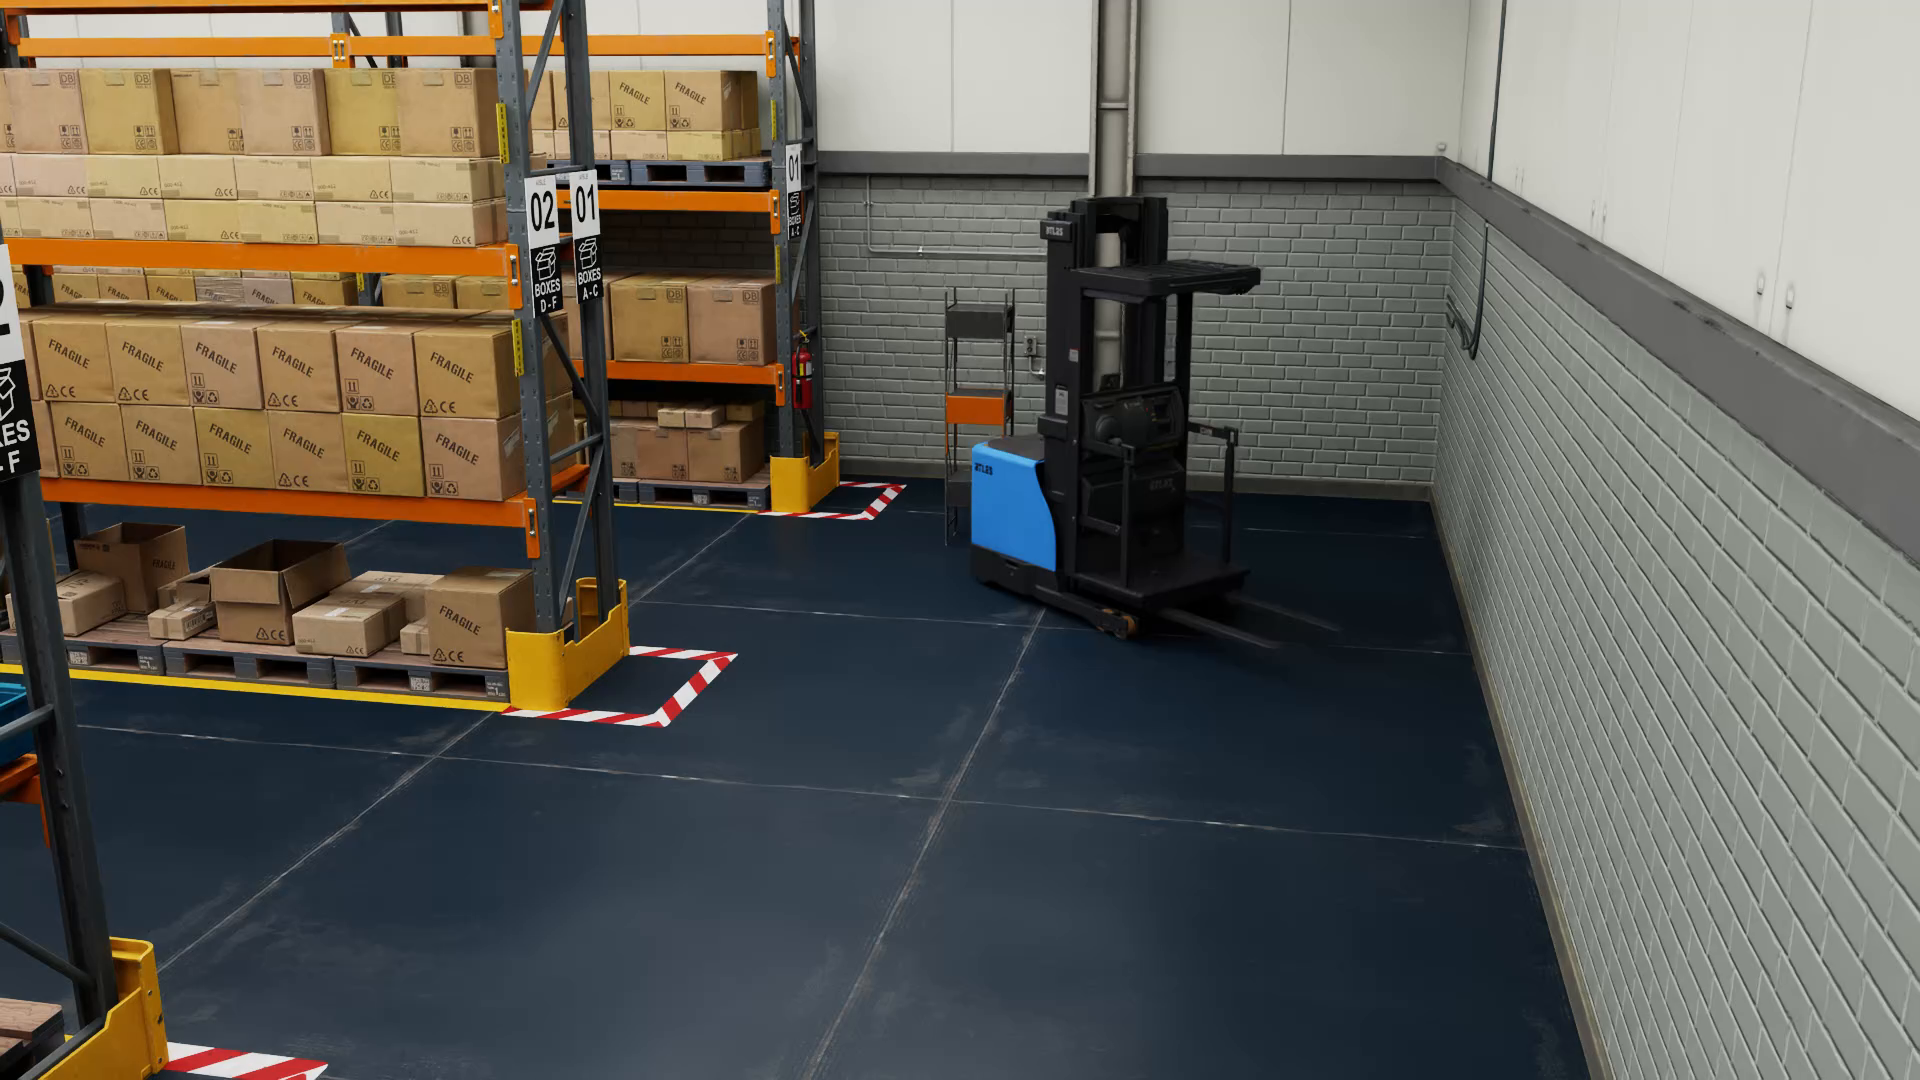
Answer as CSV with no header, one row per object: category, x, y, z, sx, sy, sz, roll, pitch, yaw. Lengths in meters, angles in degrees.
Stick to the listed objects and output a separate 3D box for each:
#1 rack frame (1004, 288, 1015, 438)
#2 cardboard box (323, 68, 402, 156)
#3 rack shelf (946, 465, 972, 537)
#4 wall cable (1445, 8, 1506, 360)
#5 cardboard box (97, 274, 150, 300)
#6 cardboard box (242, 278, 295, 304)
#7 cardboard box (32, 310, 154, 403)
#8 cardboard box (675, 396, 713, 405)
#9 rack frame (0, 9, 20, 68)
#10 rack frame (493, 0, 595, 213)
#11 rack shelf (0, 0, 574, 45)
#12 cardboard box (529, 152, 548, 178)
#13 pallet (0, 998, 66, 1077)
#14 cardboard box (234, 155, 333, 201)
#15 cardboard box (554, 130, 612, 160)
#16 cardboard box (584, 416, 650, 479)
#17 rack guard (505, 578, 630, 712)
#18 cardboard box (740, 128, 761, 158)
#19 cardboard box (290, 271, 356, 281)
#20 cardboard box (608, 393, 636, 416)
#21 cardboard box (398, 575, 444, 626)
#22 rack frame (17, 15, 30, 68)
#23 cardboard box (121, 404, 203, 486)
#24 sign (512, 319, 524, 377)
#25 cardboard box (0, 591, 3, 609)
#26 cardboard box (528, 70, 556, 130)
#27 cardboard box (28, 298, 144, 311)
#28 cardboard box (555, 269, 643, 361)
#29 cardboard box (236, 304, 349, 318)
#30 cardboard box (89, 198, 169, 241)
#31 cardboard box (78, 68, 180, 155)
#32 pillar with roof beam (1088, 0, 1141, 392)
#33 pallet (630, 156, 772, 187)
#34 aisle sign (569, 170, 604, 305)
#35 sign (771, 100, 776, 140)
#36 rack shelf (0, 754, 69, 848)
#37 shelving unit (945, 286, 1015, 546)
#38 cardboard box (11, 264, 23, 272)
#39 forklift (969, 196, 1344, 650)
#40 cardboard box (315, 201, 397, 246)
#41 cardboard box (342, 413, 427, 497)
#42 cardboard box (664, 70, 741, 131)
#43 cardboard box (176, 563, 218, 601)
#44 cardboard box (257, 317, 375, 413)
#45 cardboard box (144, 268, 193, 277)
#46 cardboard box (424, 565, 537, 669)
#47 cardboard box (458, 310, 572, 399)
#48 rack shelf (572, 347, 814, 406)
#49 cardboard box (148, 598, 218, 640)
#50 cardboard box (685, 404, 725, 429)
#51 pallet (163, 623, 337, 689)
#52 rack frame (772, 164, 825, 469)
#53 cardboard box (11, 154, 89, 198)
rack frame,0.401,-0.990,13.633,0.015,2.100,0.400,3,16,11
cardboard box,-3.408,-2.594,10.060,0.500,0.500,0.700,3,16,11
rack shelf,0.162,-0.315,13.870,0.480,0.518,0.431,3,16,11
wall cable,4.026,-2.843,13.217,0.112,2.526,3.097,3,16,11
cardboard box,-7.862,-2.320,15.967,0.500,0.500,0.500,3,16,11
cardboard box,-6.369,-2.240,15.678,0.500,0.500,0.500,3,16,12
cardboard box,-5.437,-1.164,10.514,0.500,0.500,0.500,3,16,9
cardboard box,-2.485,-1.237,15.519,0.250,0.149,0.380,3,16,11
rack frame,-6.348,-3.651,10.315,0.127,3.000,1.000,3,16,11
rack frame,-2.429,-3.438,9.547,0.127,3.000,1.000,3,16,11
rack shelf,-4.388,-3.196,10.028,4.000,0.370,1.077,3,16,11
cardboard box,-2.880,-2.257,10.245,0.500,0.250,0.500,3,16,11
pallet,-4.220,2.038,6.238,1.213,0.211,1.003,3,16,11
cardboard box,-3.962,-2.176,9.954,0.500,0.250,0.500,3,16,11
cardboard box,-3.237,-3.490,14.661,0.500,0.250,0.500,3,16,9
cardboard box,-3.134,-0.905,15.536,0.500,0.500,0.700,3,16,9
rack guard,-2.503,0.654,10.696,0.348,0.500,1.175,3,16,11
cardboard box,-2.112,-3.570,14.949,0.500,0.250,0.500,4,16,14
cardboard box,-5.874,-2.576,15.487,0.500,0.250,0.500,4,16,12
cardboard box,-3.231,-1.277,15.664,0.250,0.149,0.380,3,16,12
cardboard box,-3.395,0.436,11.125,0.500,0.250,0.500,3,16,11
rack frame,-9.285,-5.160,15.762,0.127,3.000,1.000,3,16,11
cardboard box,-4.911,-0.656,10.554,0.500,0.500,0.500,3,16,11
sign,-2.559,-1.113,9.631,0.005,0.325,0.100,3,16,11
cardboard box,-6.889,0.281,11.215,0.500,0.500,0.500,3,16,11
cardboard box,-3.732,-3.879,14.661,0.500,0.500,0.500,3,16,11
cardboard box,-5.801,-1.331,11.117,0.500,0.500,0.500,3,16,11
cardboard box,-3.407,-2.091,15.360,0.700,0.700,0.980,2,16,8
cardboard box,-4.312,-1.250,10.826,0.500,0.500,0.500,3,16,11
cardboard box,-4.942,-1.988,10.211,0.500,0.250,0.500,3,16,11
cardboard box,-4.911,-2.631,10.191,0.500,0.500,0.700,3,16,11
pillar with roof beam,0.515,-3.691,10.459,0.400,9.000,9.100,3,16,11
pallet,-2.174,-3.283,14.771,1.213,0.211,1.003,3,16,11
aisle sign,-2.303,-1.873,10.265,0.004,0.787,0.394,3,16,11
sign,-1.567,-3.536,14.009,0.005,0.325,0.100,3,16,11
rack shelf,-5.379,0.989,6.151,4.000,0.370,1.077,3,16,11
shelving unit,0.162,-1.003,13.680,0.503,2.100,0.431,3,16,11
cardboard box,-8.863,-2.738,16.071,0.500,0.250,0.500,3,16,12
forklift,1.365,-0.873,11.652,1.130,2.935,3.031,-12,19,-36
cardboard box,-3.472,-1.908,9.924,0.500,0.250,0.500,3,16,11
cardboard box,-3.431,-0.575,10.260,0.500,0.500,0.500,3,16,12
cardboard box,-2.217,-3.796,14.360,0.500,0.500,0.500,3,16,11
cardboard box,-4.999,0.320,11.431,0.500,0.311,0.500,3,16,11
cardboard box,-3.924,-1.082,10.218,0.500,0.500,0.500,4,16,13
cardboard box,-7.372,-2.660,15.790,0.500,0.250,0.500,3,16,10
cardboard box,-3.010,0.481,10.495,0.500,0.500,0.500,3,16,11
cardboard box,-2.811,-1.170,10.535,0.500,0.500,0.500,4,16,13
rack shelf,-3.405,-1.603,15.507,4.000,0.370,1.077,3,16,11
cardboard box,-5.130,0.516,10.994,0.250,0.166,0.380,3,16,11
cardboard box,-2.313,-1.124,15.110,0.250,0.149,0.380,3,16,10
pallet,-4.476,0.685,11.123,1.213,0.211,1.003,3,16,11
rack frame,-1.445,-1.843,15.027,0.127,3.000,1.000,3,16,11
cardboard box,-5.431,-2.257,10.247,0.500,0.250,0.500,3,16,11
